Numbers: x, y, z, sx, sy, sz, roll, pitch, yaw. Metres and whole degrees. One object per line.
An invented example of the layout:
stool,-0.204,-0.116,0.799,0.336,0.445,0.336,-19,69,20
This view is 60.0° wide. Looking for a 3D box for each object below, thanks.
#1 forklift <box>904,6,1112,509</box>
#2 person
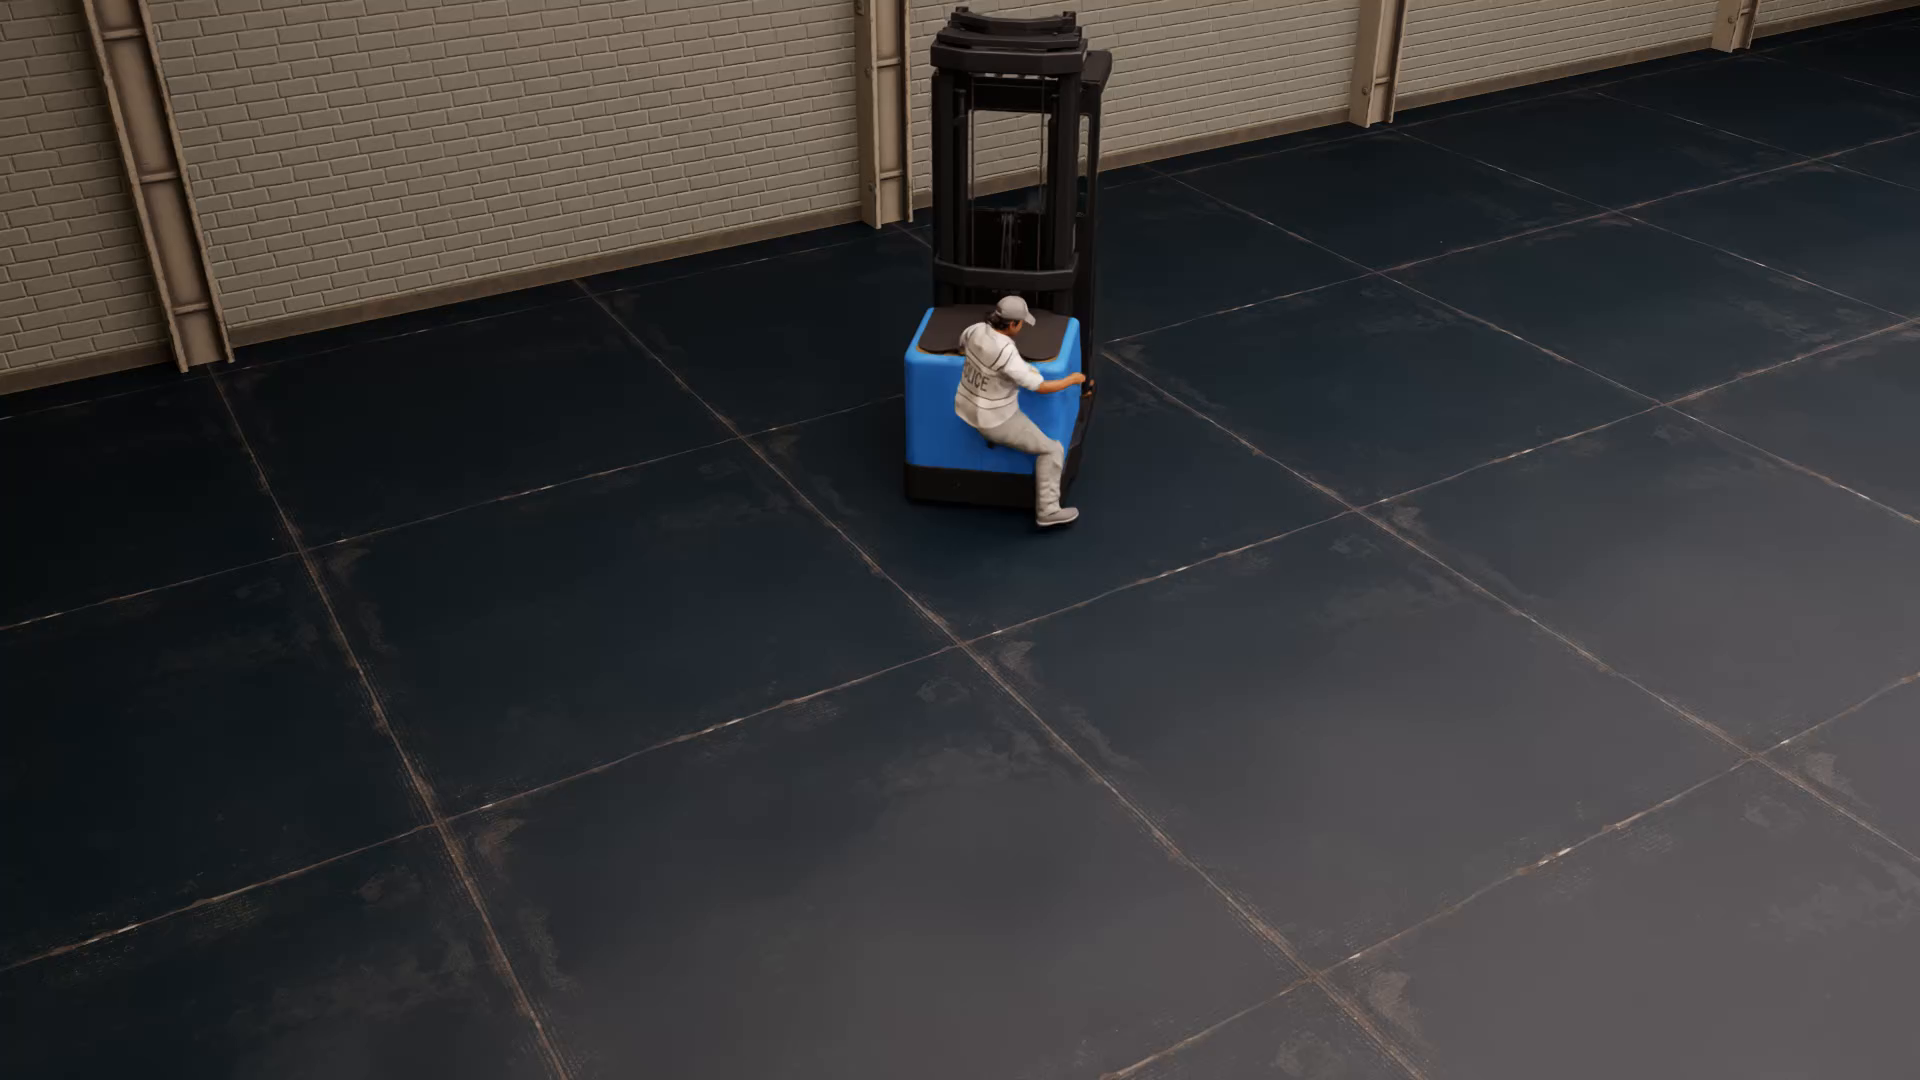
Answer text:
forklift,0.404,-2.192,11.308,1.130,2.935,3.031,5,31,9
person,0.376,-0.887,10.470,0.744,1.468,0.850,-20,36,-30
